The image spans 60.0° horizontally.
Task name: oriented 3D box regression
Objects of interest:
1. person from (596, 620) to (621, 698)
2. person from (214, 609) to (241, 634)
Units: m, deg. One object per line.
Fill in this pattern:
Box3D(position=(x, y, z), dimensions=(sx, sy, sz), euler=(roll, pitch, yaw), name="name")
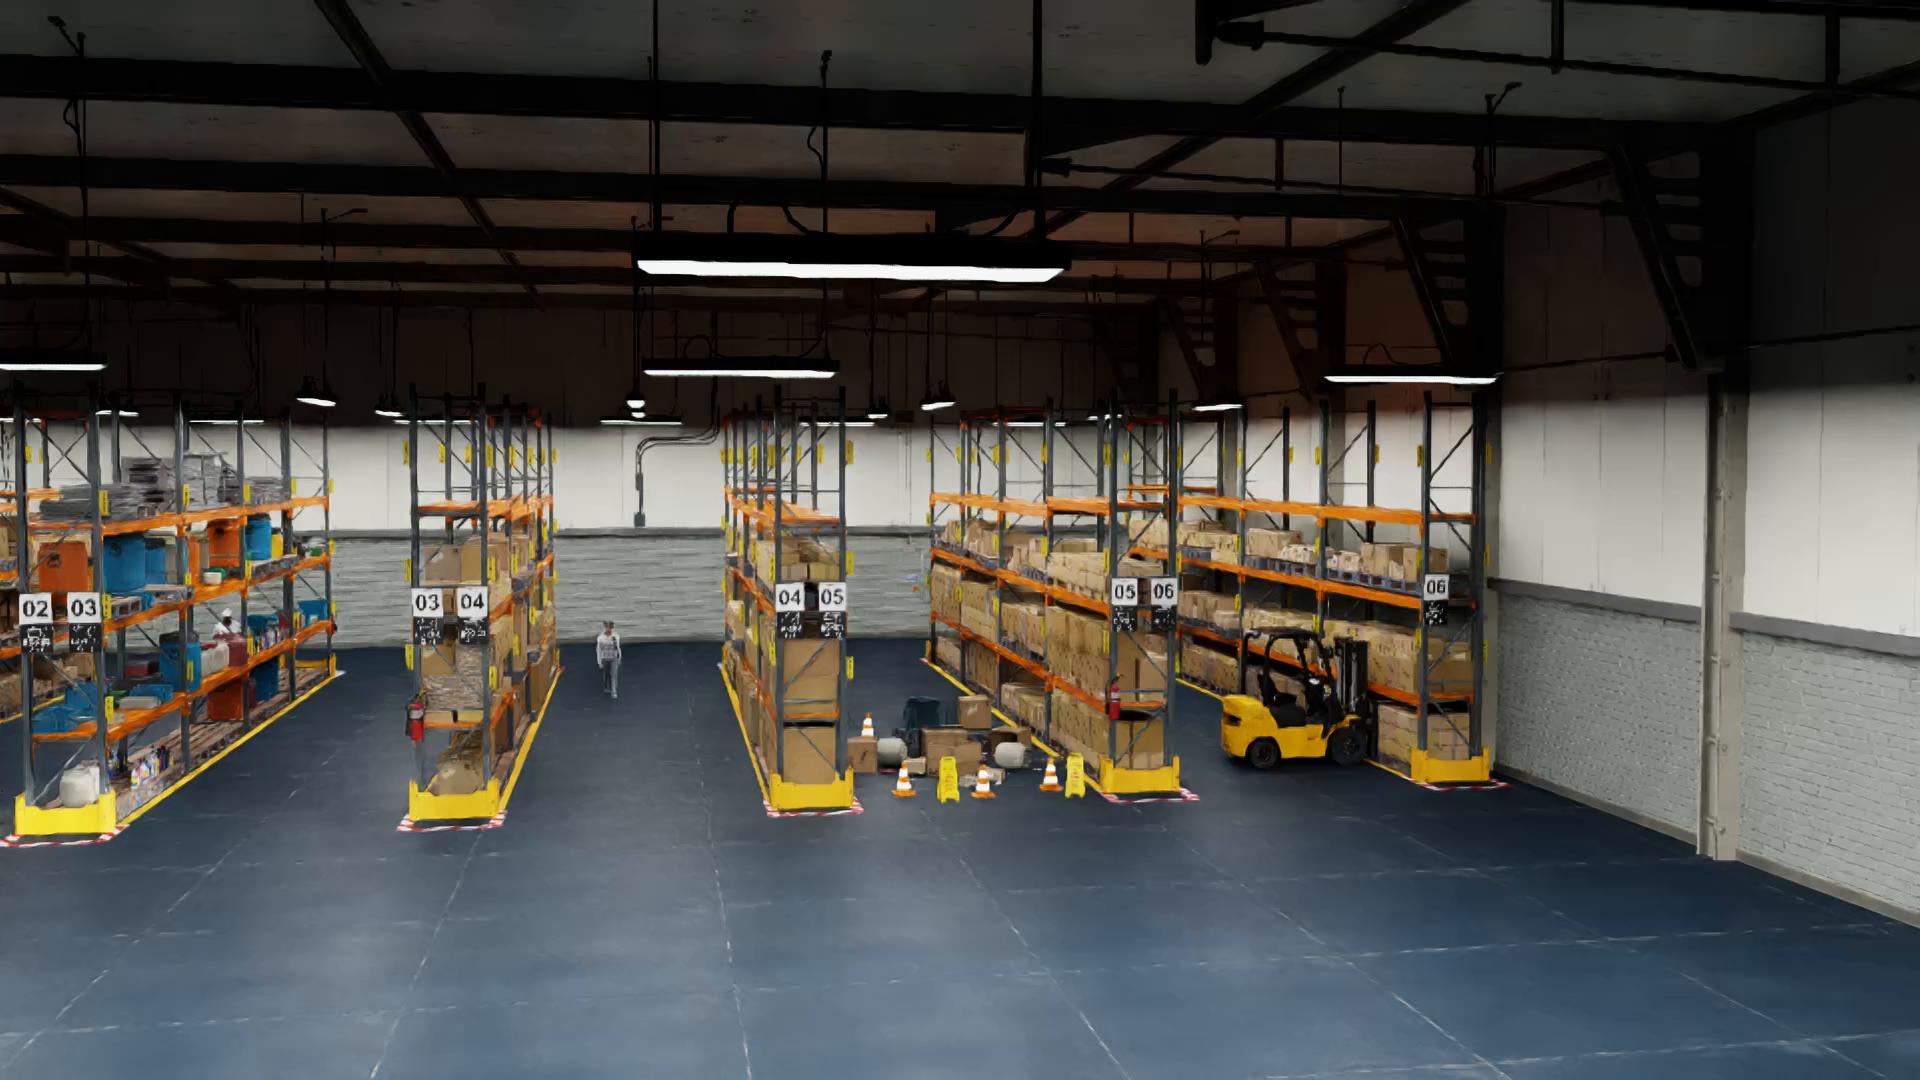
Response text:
Box3D(position=(-7.289, 2.441, 34.476), dimensions=(0.495, 1.589, 1.086), euler=(0, 3, -8), name="person")
Box3D(position=(-15.845, 2.324, 35.976), dimensions=(0.577, 1.691, 1.121), euler=(0, 3, -8), name="person")
